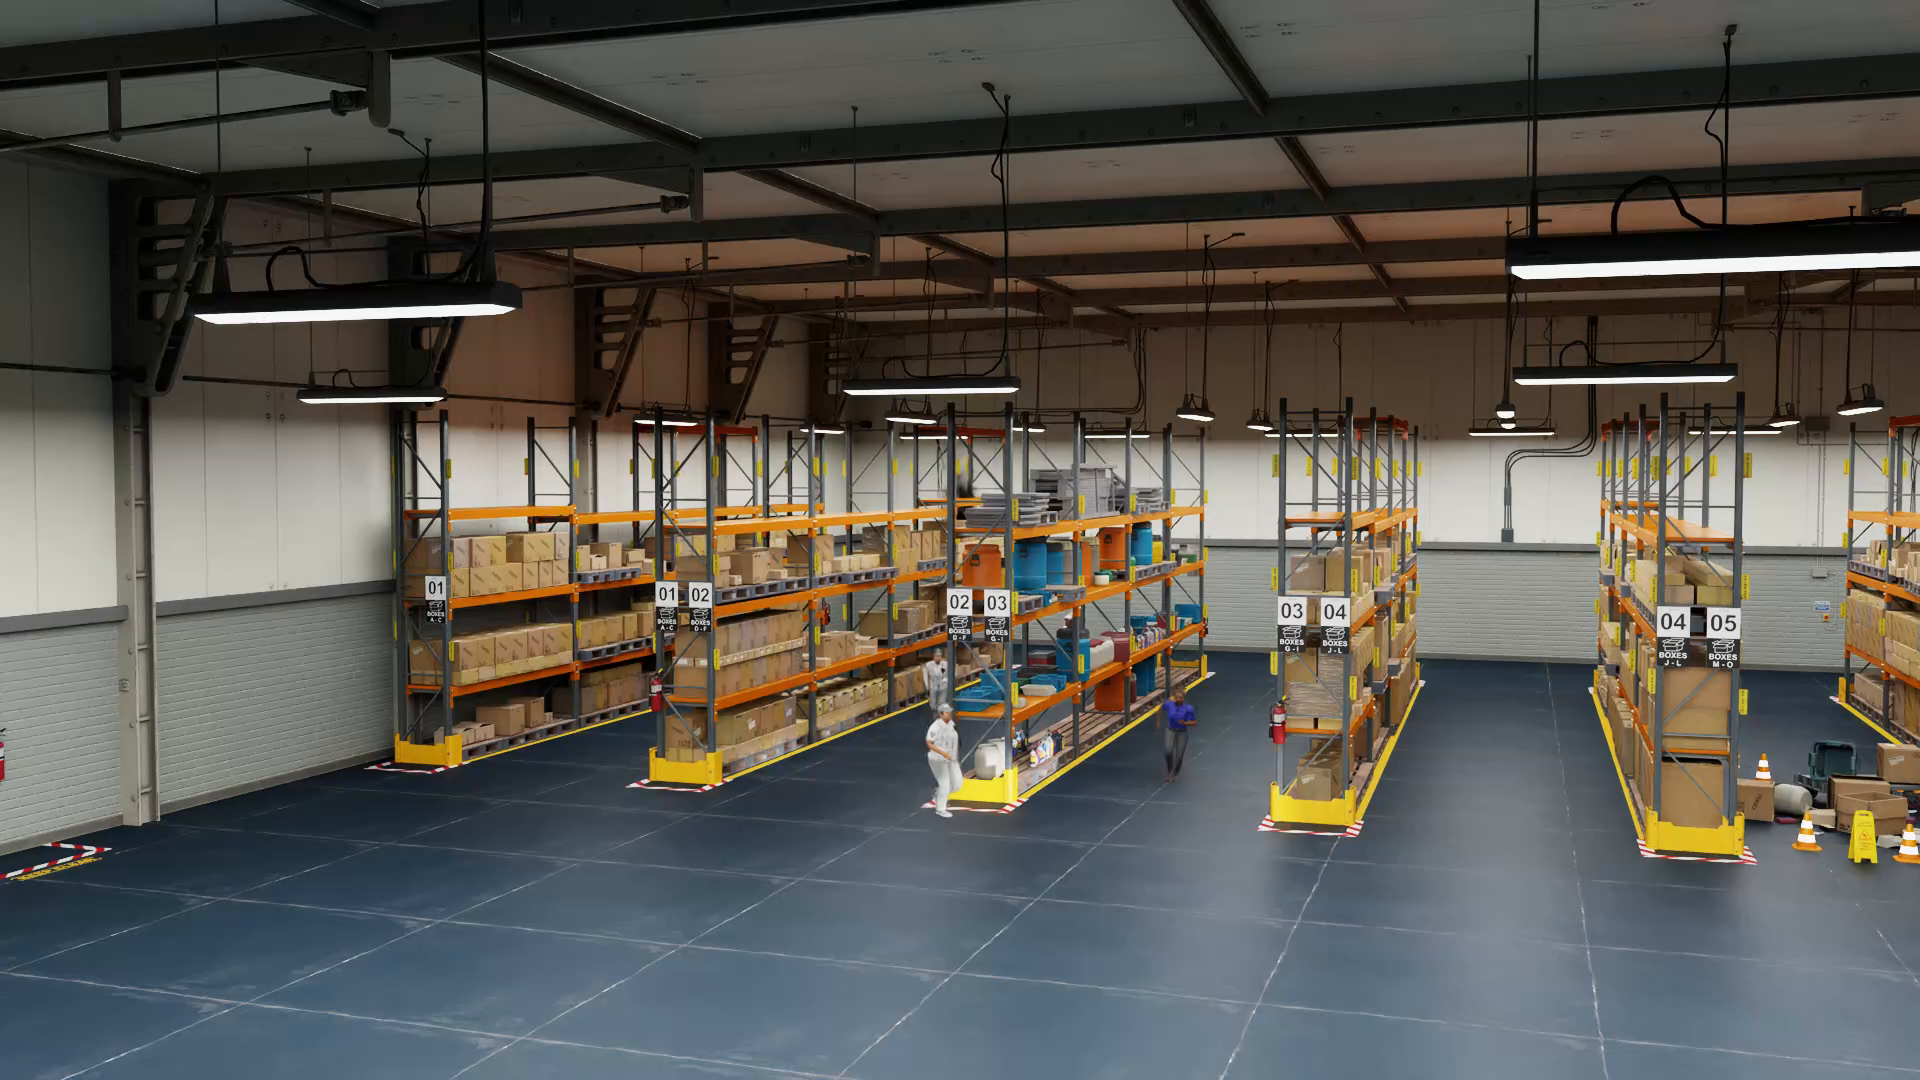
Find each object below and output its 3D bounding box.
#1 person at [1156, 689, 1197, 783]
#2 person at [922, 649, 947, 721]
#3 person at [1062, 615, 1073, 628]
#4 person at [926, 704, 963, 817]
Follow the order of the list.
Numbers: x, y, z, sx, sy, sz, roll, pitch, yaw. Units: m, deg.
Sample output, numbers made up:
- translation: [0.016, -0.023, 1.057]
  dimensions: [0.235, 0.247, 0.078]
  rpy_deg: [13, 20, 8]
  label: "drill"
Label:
- translation: [3.447, 3.117, 26.498]
  dimensions: [0.640, 1.547, 0.800]
  rpy_deg: [0, 2, 7]
  label: "person"
- translation: [-0.426, 2.854, 31.589]
  dimensions: [0.604, 1.616, 0.666]
  rpy_deg: [0, 2, 2]
  label: "person"
- translation: [2.526, 2.542, 37.139]
  dimensions: [0.690, 1.771, 0.684]
  rpy_deg: [2, 3, 34]
  label: "person"
- translation: [-0.229, 3.170, 23.928]
  dimensions: [0.528, 1.621, 0.609]
  rpy_deg: [2, 3, 44]
  label: "person"
